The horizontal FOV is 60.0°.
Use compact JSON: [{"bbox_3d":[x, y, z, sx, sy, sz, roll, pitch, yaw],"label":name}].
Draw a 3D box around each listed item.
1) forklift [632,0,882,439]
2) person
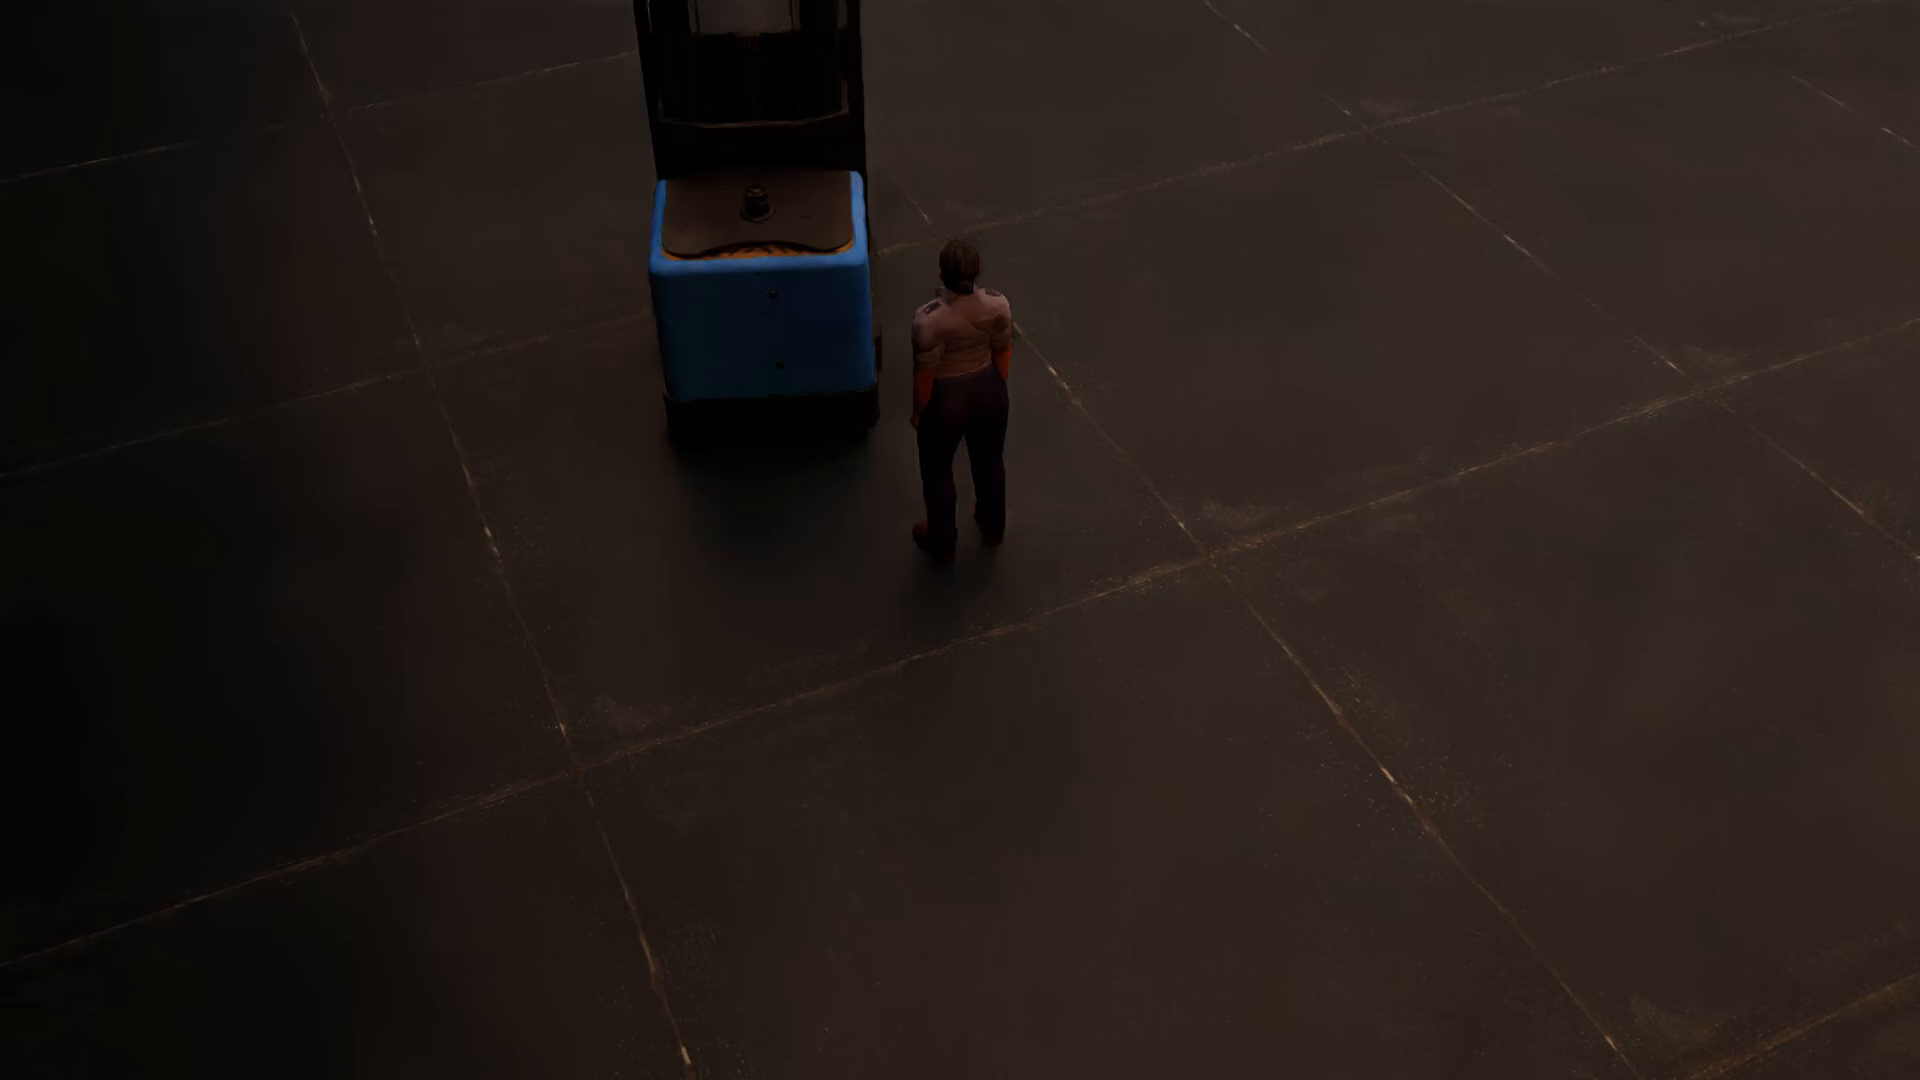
[{"bbox_3d":[-1.053,-2.571,8.435,1.130,2.935,3.031,-3,43,-4],"label":"forklift"},{"bbox_3d":[-0.005,-0.622,7.290,0.480,1.653,0.320,-18,46,-18],"label":"person"}]
